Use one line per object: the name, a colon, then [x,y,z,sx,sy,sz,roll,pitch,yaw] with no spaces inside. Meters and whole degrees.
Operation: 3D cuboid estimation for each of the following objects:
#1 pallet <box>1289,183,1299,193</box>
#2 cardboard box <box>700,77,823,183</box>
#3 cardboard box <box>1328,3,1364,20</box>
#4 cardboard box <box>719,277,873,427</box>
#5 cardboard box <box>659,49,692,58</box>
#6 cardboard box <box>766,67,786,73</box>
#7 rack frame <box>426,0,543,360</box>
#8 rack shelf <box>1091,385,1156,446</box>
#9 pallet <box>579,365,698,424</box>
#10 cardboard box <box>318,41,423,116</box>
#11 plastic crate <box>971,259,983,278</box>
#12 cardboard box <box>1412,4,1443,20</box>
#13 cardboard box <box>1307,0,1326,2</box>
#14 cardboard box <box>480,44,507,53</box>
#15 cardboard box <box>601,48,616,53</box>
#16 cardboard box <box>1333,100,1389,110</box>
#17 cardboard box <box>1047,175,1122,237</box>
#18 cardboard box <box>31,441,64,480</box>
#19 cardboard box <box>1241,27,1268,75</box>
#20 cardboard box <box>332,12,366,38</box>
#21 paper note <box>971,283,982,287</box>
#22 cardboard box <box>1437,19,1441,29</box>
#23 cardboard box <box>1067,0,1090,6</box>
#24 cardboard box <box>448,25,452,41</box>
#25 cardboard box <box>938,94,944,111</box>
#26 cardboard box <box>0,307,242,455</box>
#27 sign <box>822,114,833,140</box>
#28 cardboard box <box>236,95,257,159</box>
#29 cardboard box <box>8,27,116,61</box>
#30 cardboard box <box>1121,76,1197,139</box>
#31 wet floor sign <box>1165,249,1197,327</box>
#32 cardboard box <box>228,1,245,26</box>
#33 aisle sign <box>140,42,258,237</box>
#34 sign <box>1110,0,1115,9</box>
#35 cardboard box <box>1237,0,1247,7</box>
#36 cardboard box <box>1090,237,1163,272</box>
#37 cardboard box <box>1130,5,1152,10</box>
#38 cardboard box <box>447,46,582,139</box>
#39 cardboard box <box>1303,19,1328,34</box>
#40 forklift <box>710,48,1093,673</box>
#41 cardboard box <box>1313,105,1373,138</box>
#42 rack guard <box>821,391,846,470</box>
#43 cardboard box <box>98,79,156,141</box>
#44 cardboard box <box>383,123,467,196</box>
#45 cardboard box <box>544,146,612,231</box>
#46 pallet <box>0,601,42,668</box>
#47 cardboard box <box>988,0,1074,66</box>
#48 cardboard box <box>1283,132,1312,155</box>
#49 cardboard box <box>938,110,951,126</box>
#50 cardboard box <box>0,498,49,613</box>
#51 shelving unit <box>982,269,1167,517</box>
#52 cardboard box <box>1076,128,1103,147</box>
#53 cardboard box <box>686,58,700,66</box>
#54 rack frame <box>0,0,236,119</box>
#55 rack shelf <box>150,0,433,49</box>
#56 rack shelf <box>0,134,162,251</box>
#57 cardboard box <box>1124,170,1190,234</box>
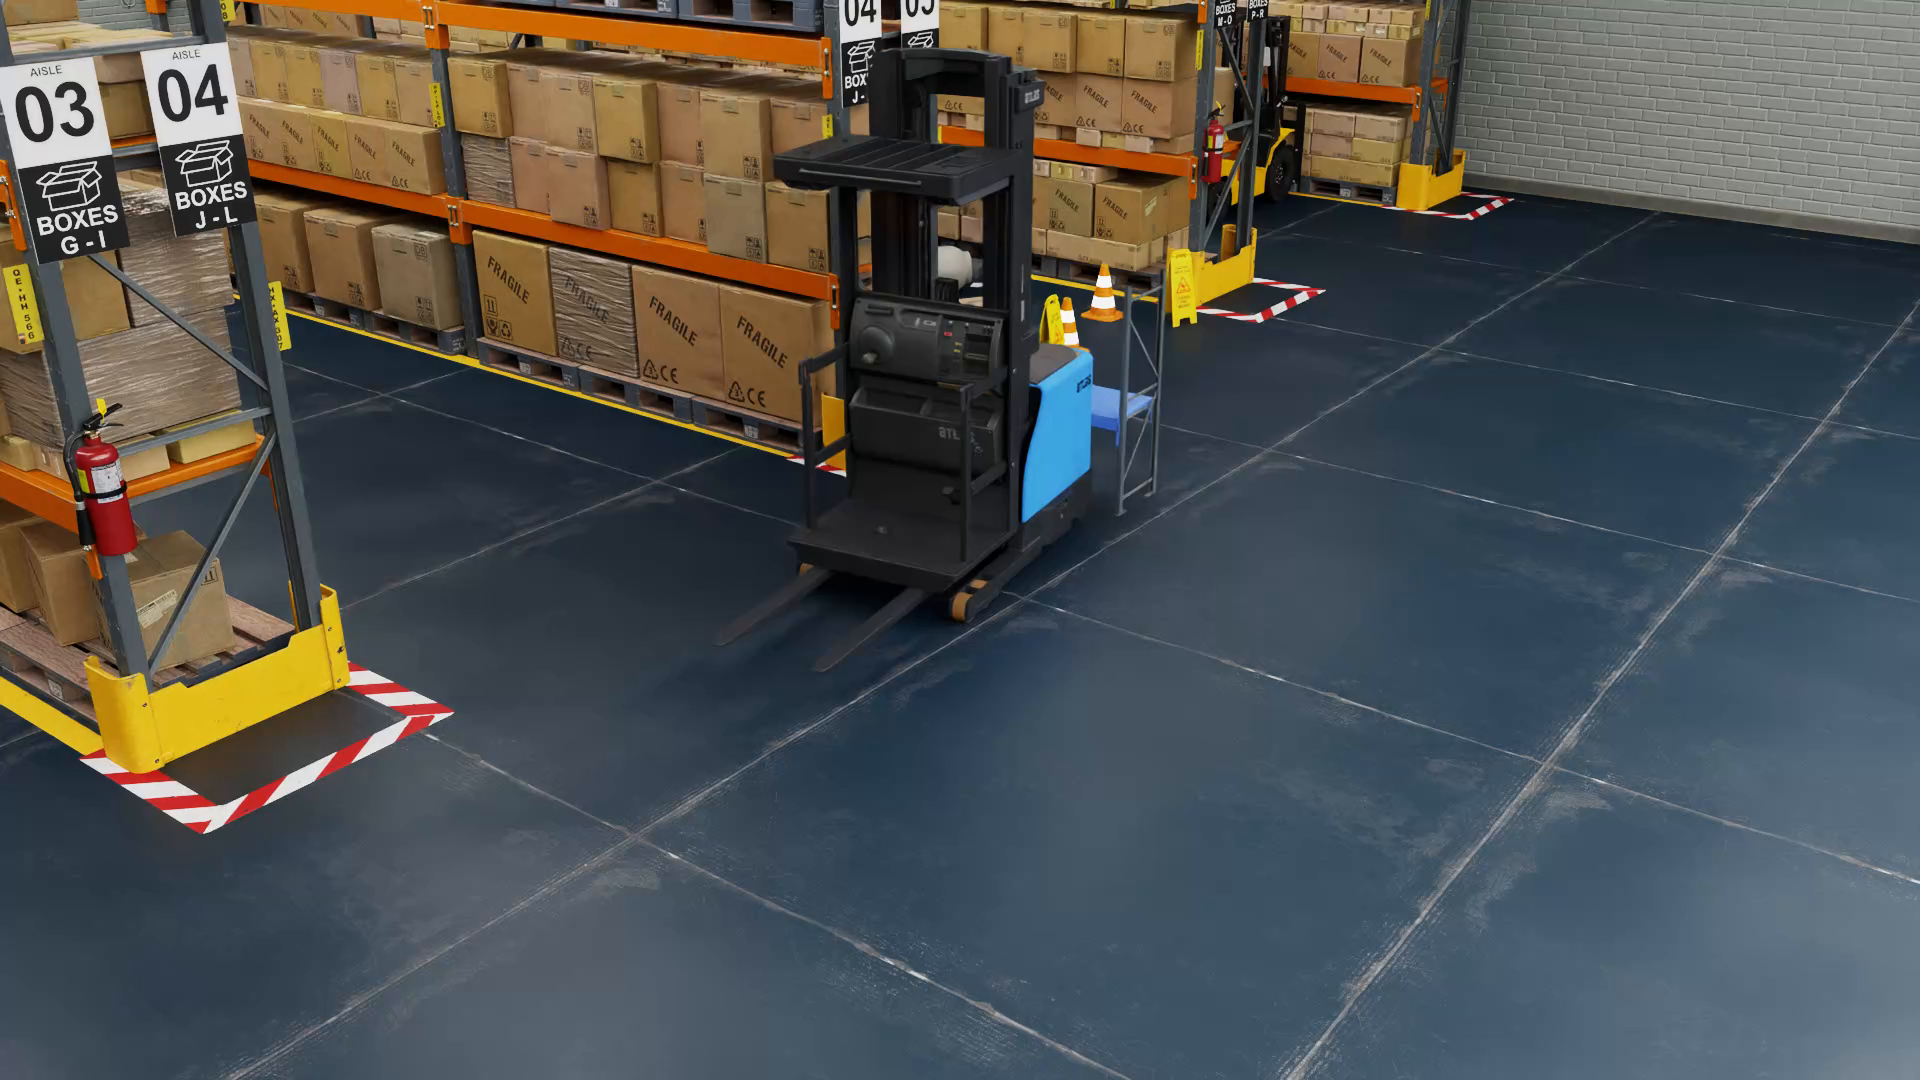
pallet: [3.757,-4.471,20.135,1.213,0.211,1.003,17,29,33]
cardboard box: [-1.265,-2.825,11.416,0.550,0.550,0.875,17,29,33]
cardboard box: [4.357,-5.966,18.773,0.250,0.149,0.380,17,29,34]
cardboard box: [-1.078,-1.419,11.865,0.875,0.875,0.875,17,29,34]
cardboard box: [-2.938,-5.553,18.119,0.500,0.500,0.500,17,29,34]
cardboard box: [-1.814,-4.878,17.392,0.250,0.149,0.380,16,29,32]
rack frame: [-3.697,-3.024,13.393,0.127,3.000,1.000,17,29,33]
rack shelf: [0.716,-0.870,10.810,1.000,0.185,0.538,15,28,31]
pallet: [-2.155,-1.244,12.811,1.213,0.211,1.003,17,29,33]
cardboard box: [-4.915,-3.891,13.997,0.500,0.500,0.700,17,29,34]
plastic crate: [-0.044,-2.665,16.199,0.583,0.080,0.402,7,25,15]
cardboard box: [5.225,-5.909,18.644,0.250,0.149,0.380,16,28,32]
cardboard box: [4.250,-6.258,19.436,0.250,0.149,0.380,16,28,32]
cardboard box: [-5.382,-5.828,19.943,0.500,0.250,0.500,16,29,33]
cardboard box: [-3.861,-5.551,18.920,0.250,0.149,0.380,15,28,30]
cardboard box: [4.693,-4.969,19.456,0.500,0.250,0.500,17,29,33]
cardboard box: [1.175,-3.190,15.729,0.500,0.500,0.500,18,30,35]
cardboard box: [-4.103,-0.429,7.814,0.250,0.149,0.380,17,29,33]
cardboard box: [3.586,-5.731,19.412,0.500,0.500,0.500,17,29,34]
cardboard box: [-7.735,-6.655,21.511,0.500,0.500,0.500,17,29,34]
paper note: [0.183,-2.415,15.694,0.148,0.019,0.142,7,25,15]
cardboard box: [5.250,-5.789,18.739,0.250,0.149,0.380,16,28,32]
cardboard box: [1.541,-6.658,20.712,0.250,0.149,0.380,16,29,33]
cardboard box: [-6.206,-6.295,20.383,0.500,0.250,0.500,17,29,34]
cardboard box: [-0.208,-4.517,16.289,0.500,0.500,0.500,17,29,33]
cardboard box: [-3.975,-0.804,7.863,0.500,0.500,0.875,17,29,33]
sign: [-0.833,-2.523,10.526,0.005,0.325,0.100,17,29,33]
cardboard box: [-6.292,-3.719,14.847,0.500,0.500,0.500,17,29,33]
cardboard box: [-4.059,-2.224,7.548,0.250,0.149,0.380,16,29,32]
cardboard box: [1.792,-3.902,14.893,0.500,0.500,0.500,16,29,32]
wet floor sign: [1.902,-2.209,14.464,0.267,0.644,0.232,-15,28,-30]
cardboard box: [-9.778,-7.271,22.908,0.500,0.500,0.500,16,29,33]
aisle sign: [-3.322,-1.752,7.282,0.004,0.787,0.394,17,29,33]
sign: [1.847,-6.564,20.089,0.005,0.325,0.100,17,29,33]
cardboard box: [3.321,-6.268,19.457,0.250,0.149,0.380,17,29,33]
cardboard box: [1.564,-2.726,15.607,0.500,0.250,0.500,17,29,33]
cardboard box: [2.262,-6.428,20.191,0.250,0.149,0.380,16,29,32]
cardboard box: [-3.422,-3.486,12.917,0.550,0.550,0.875,17,29,33]
cardboard box: [4.094,-5.864,18.910,0.250,0.149,0.380,16,28,32]
forklift: [-0.288,-1.088,9.085,1.130,2.935,3.031,12,26,25]
cardboard box: [4.398,-4.804,19.083,0.500,0.250,0.500,17,29,34]
rack guard: [-0.477,-0.907,11.688,0.348,0.500,1.175,17,29,33]
cardboard box: [-3.782,-1.985,7.500,0.500,0.250,0.500,18,29,35]
cardboard box: [-4.275,-3.109,13.463,0.500,0.500,0.500,17,29,33]
cardboard box: [-2.579,-2.713,12.501,0.550,0.550,0.875,17,29,33]
pallet: [-5.213,0.274,9.366,1.213,0.211,1.003,17,29,33]
cardboard box: [0.666,-4.751,15.579,0.500,0.500,0.700,17,29,33]
cardboard box: [3.968,-4.703,19.472,0.500,0.250,0.500,16,28,32]
cardboard box: [-0.108,-4.181,16.330,0.250,0.149,0.380,18,29,35]
cardboard box: [-5.030,0.024,9.055,0.500,0.500,0.500,20,31,38]
shelving unit: [0.716,-1.035,10.738,1.048,1.500,0.538,15,28,31]
cardboard box: [1.279,-3.731,15.310,0.250,0.149,0.380,17,29,34]
cardboard box: [-2.767,-5.229,18.188,0.250,0.149,0.380,18,30,35]
rack frame: [-3.552,-3.226,6.411,0.127,3.000,1.000,17,29,33]
rack shelf: [-5.297,-4.551,14.030,4.000,0.370,1.077,17,29,33]
rack shelf: [-5.152,-2.008,8.259,4.000,0.370,1.077,17,29,33]
cardboard box: [1.893,-3.245,15.854,0.500,0.500,0.500,16,28,32]
